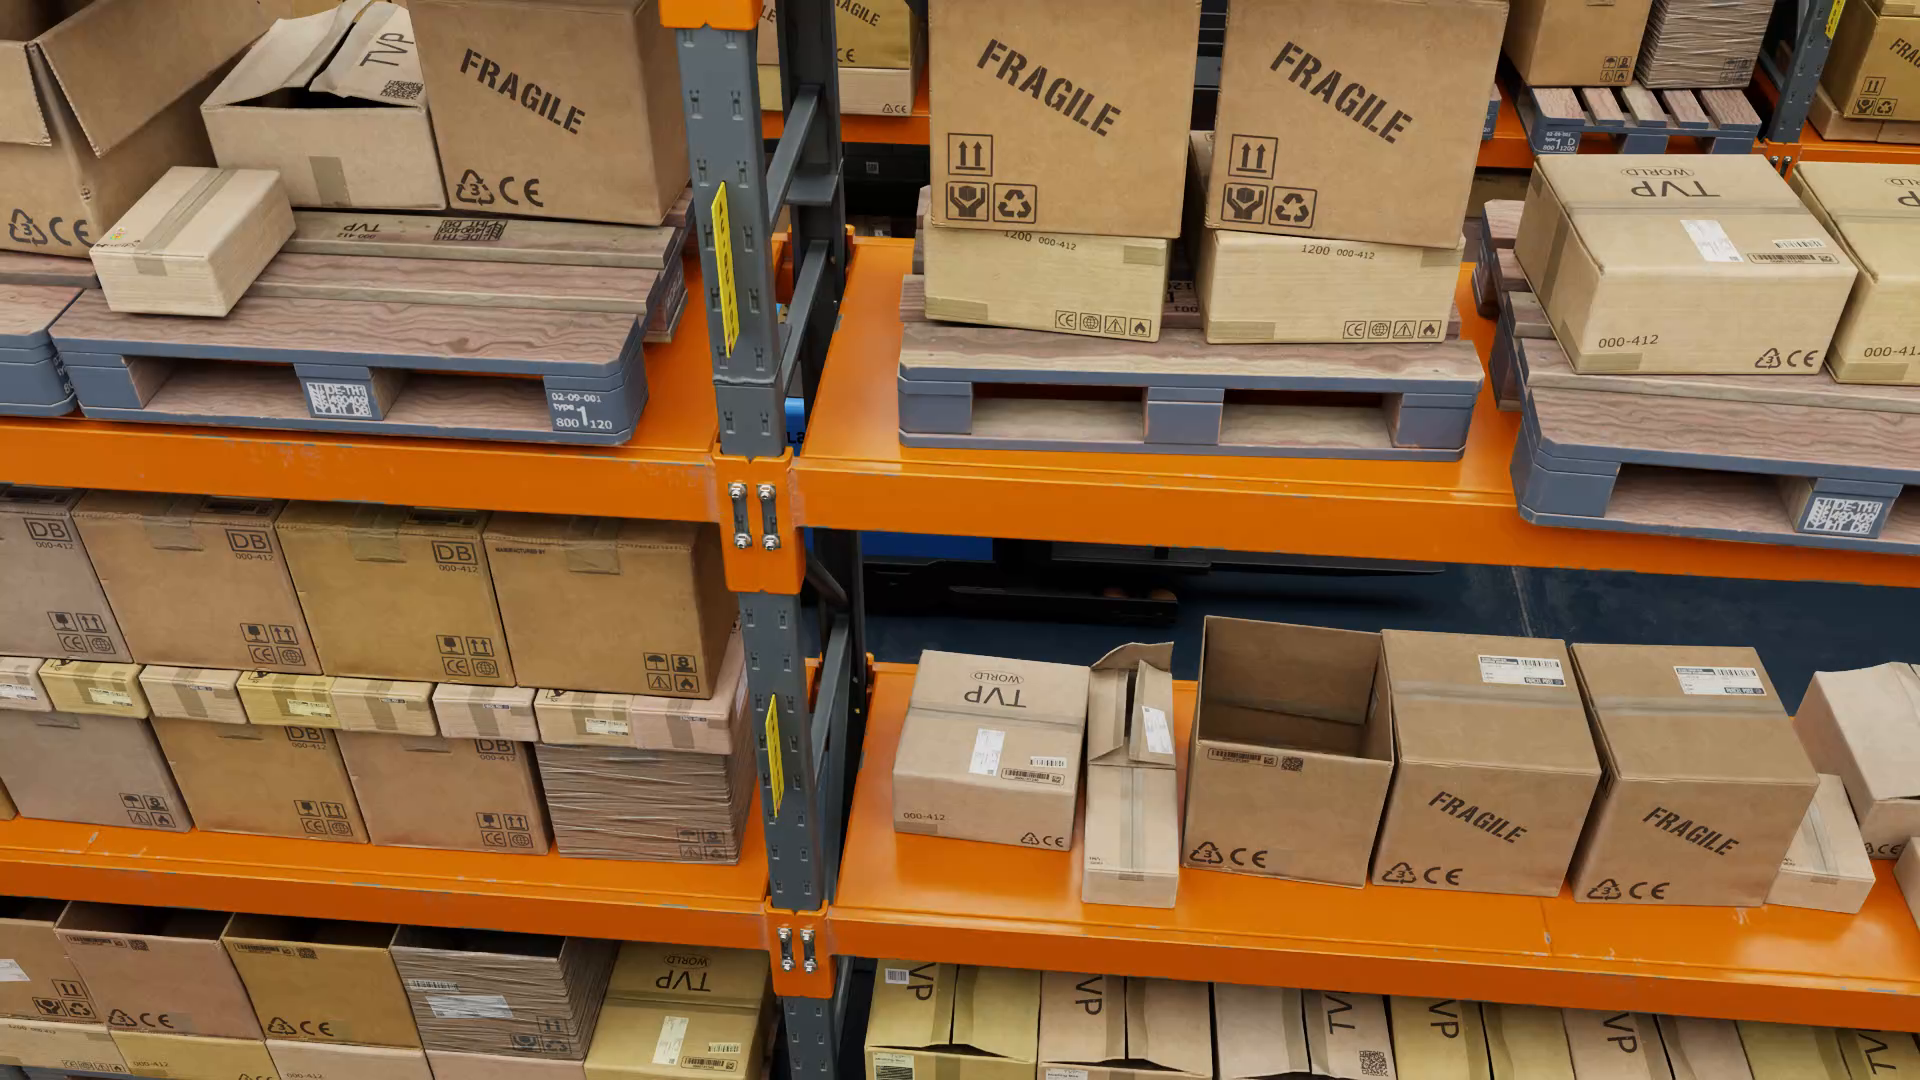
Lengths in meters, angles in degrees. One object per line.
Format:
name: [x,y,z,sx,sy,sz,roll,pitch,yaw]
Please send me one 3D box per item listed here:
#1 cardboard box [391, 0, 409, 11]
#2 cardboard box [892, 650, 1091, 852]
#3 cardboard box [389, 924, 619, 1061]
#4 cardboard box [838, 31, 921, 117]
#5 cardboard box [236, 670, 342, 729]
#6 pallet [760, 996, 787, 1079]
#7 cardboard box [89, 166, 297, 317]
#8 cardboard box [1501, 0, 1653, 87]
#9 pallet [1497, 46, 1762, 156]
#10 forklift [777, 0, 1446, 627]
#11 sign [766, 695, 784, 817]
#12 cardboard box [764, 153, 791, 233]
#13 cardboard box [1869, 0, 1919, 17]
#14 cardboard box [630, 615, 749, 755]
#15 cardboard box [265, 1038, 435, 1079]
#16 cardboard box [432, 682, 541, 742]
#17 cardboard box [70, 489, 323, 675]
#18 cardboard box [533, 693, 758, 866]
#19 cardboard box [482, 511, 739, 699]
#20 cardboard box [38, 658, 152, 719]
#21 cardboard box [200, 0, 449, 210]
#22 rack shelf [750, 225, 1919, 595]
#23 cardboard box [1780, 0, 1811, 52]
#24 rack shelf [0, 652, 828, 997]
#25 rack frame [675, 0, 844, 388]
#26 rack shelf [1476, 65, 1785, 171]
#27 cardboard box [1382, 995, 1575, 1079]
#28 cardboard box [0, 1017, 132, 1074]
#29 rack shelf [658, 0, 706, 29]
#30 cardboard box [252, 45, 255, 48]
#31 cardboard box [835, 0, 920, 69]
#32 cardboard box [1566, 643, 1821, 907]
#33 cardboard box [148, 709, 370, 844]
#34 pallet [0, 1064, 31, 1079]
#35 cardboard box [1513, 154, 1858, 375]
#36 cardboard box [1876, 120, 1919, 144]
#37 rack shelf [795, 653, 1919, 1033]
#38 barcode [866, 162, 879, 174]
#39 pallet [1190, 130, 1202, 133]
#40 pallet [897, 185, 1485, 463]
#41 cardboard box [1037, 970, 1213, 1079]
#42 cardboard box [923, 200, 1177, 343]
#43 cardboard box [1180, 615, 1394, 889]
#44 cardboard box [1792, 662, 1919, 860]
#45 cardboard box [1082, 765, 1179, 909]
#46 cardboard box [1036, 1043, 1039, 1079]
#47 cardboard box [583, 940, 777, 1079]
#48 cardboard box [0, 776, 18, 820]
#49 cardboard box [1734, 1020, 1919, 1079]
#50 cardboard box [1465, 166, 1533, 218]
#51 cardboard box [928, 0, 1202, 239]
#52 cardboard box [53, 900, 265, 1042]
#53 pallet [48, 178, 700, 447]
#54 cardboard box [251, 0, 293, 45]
cardboard box: [-2.503,-2.756,8.269,0.500,0.500,0.500,2,39,2]
cardboard box: [0.097,0.595,4.762,0.500,0.250,0.500,5,39,7]
cardboard box: [-1.375,1.228,5.117,0.500,0.500,0.500,3,39,4]
cardboard box: [-0.471,-2.363,8.380,0.500,0.250,0.500,3,39,4]
cardboard box: [-1.700,0.310,4.400,0.250,0.149,0.380,3,39,4]
pallet: [-1.186,1.549,5.680,1.213,0.211,1.003,3,39,4]
cardboard box: [-1.622,-0.640,3.539,0.250,0.149,0.380,3,39,4]
cardboard box: [2.984,-2.603,8.144,0.500,0.500,0.700,0,39,0]
pallet: [3.293,-2.258,8.300,1.003,0.211,1.213,3,39,4]
forklift: [0.628,-1.108,6.789,3.031,2.935,1.130,3,39,3]
sign: [-0.443,0.520,3.987,0.005,0.325,0.100,3,39,4]
cardboard box: [-1.011,-1.811,9.230,0.500,0.500,0.500,0,39,0]
cardboard box: [4.471,-2.625,7.674,0.500,0.250,0.500,4,39,5]
cardboard box: [-0.686,0.367,4.330,0.250,0.149,0.380,3,39,4]
cardboard box: [-1.874,1.502,5.375,0.500,0.250,0.500,3,39,4]
cardboard box: [-1.194,0.339,4.364,0.250,0.149,0.380,2,39,3]
cardboard box: [-1.842,-0.079,4.364,0.500,0.500,0.700,3,39,4]
cardboard box: [-0.839,0.478,4.707,0.500,0.500,0.700,2,39,3]
cardboard box: [-0.839,-0.025,4.298,0.500,0.500,0.700,3,39,4]
cardboard box: [-2.216,0.284,4.432,0.250,0.149,0.380,4,39,5]
cardboard box: [-1.414,-1.031,3.892,0.500,0.311,0.500,1,39,1]
rack shelf: [1.596,-0.238,3.860,4.000,0.370,1.077,3,39,4]
cardboard box: [4.505,-2.663,8.314,0.500,0.500,0.500,3,39,4]
rack shelf: [-2.389,0.707,5.075,4.000,0.370,1.077,3,39,4]
rack frame: [-0.397,-1.789,2.820,0.127,3.000,1.000,3,39,4]
rack shelf: [2.019,-2.191,8.635,4.000,0.370,1.077,3,39,4]
cardboard box: [1.525,1.485,4.950,0.500,0.311,0.500,4,39,5]
cardboard box: [-2.870,1.444,5.445,0.500,0.250,0.500,3,39,4]
rack shelf: [-2.389,-1.464,3.307,4.000,0.370,1.077,3,39,4]
cardboard box: [-3.500,-2.520,8.572,0.500,0.250,0.500,2,39,3]
cardboard box: [-0.471,-2.650,8.139,0.500,0.500,0.500,3,39,4]
cardboard box: [1.915,0.635,4.514,0.500,0.500,0.500,1,39,1]
cardboard box: [-1.865,0.424,4.774,0.500,0.500,0.700,4,39,5]
pallet: [-3.616,1.416,5.843,1.213,0.211,1.003,3,39,4]
cardboard box: [1.503,-0.588,3.506,0.500,0.250,0.500,0,39,0]
cardboard box: [4.570,-2.088,8.122,0.250,0.149,0.380,4,39,4]
rack shelf: [1.596,0.925,4.807,4.000,0.370,1.077,3,39,4]
barcode: [-0.490,-2.084,9.312,0.075,0.075,0.001,3,39,4]
pallet: [0.776,-2.371,8.439,1.213,0.211,1.003,3,39,4]
pallet: [0.483,-0.512,3.778,1.217,0.209,0.805,2,39,2]
cardboard box: [0.492,1.433,5.015,0.500,0.311,0.500,3,39,3]
cardboard box: [0.216,-0.691,3.633,0.500,0.250,0.500,7,40,8]
cardboard box: [0.892,0.579,4.583,0.500,0.500,0.500,6,40,7]
cardboard box: [2.714,0.619,4.684,0.500,0.311,0.500,3,39,3]
cardboard box: [0.468,0.811,4.576,0.250,0.149,0.380,3,39,4]
cardboard box: [0.493,1.647,5.196,0.500,0.250,0.500,4,39,5]
cardboard box: [-0.878,1.553,5.311,0.500,0.250,0.500,3,39,4]
cardboard box: [-2.900,0.370,4.840,0.500,0.500,0.700,3,39,4]
cardboard box: [2.527,1.543,4.879,0.500,0.311,0.500,3,39,3]
cardboard box: [2.728,-1.929,8.782,0.500,0.250,0.500,4,39,5]
cardboard box: [0.214,-0.963,3.373,0.500,0.500,0.500,4,39,4]
cardboard box: [-2.373,1.185,5.170,0.500,0.500,0.500,3,39,4]
pallet: [-1.249,-0.622,3.832,1.213,0.211,1.003,3,39,4]
cardboard box: [-3.509,-2.822,8.349,0.500,0.500,0.500,3,39,4]
